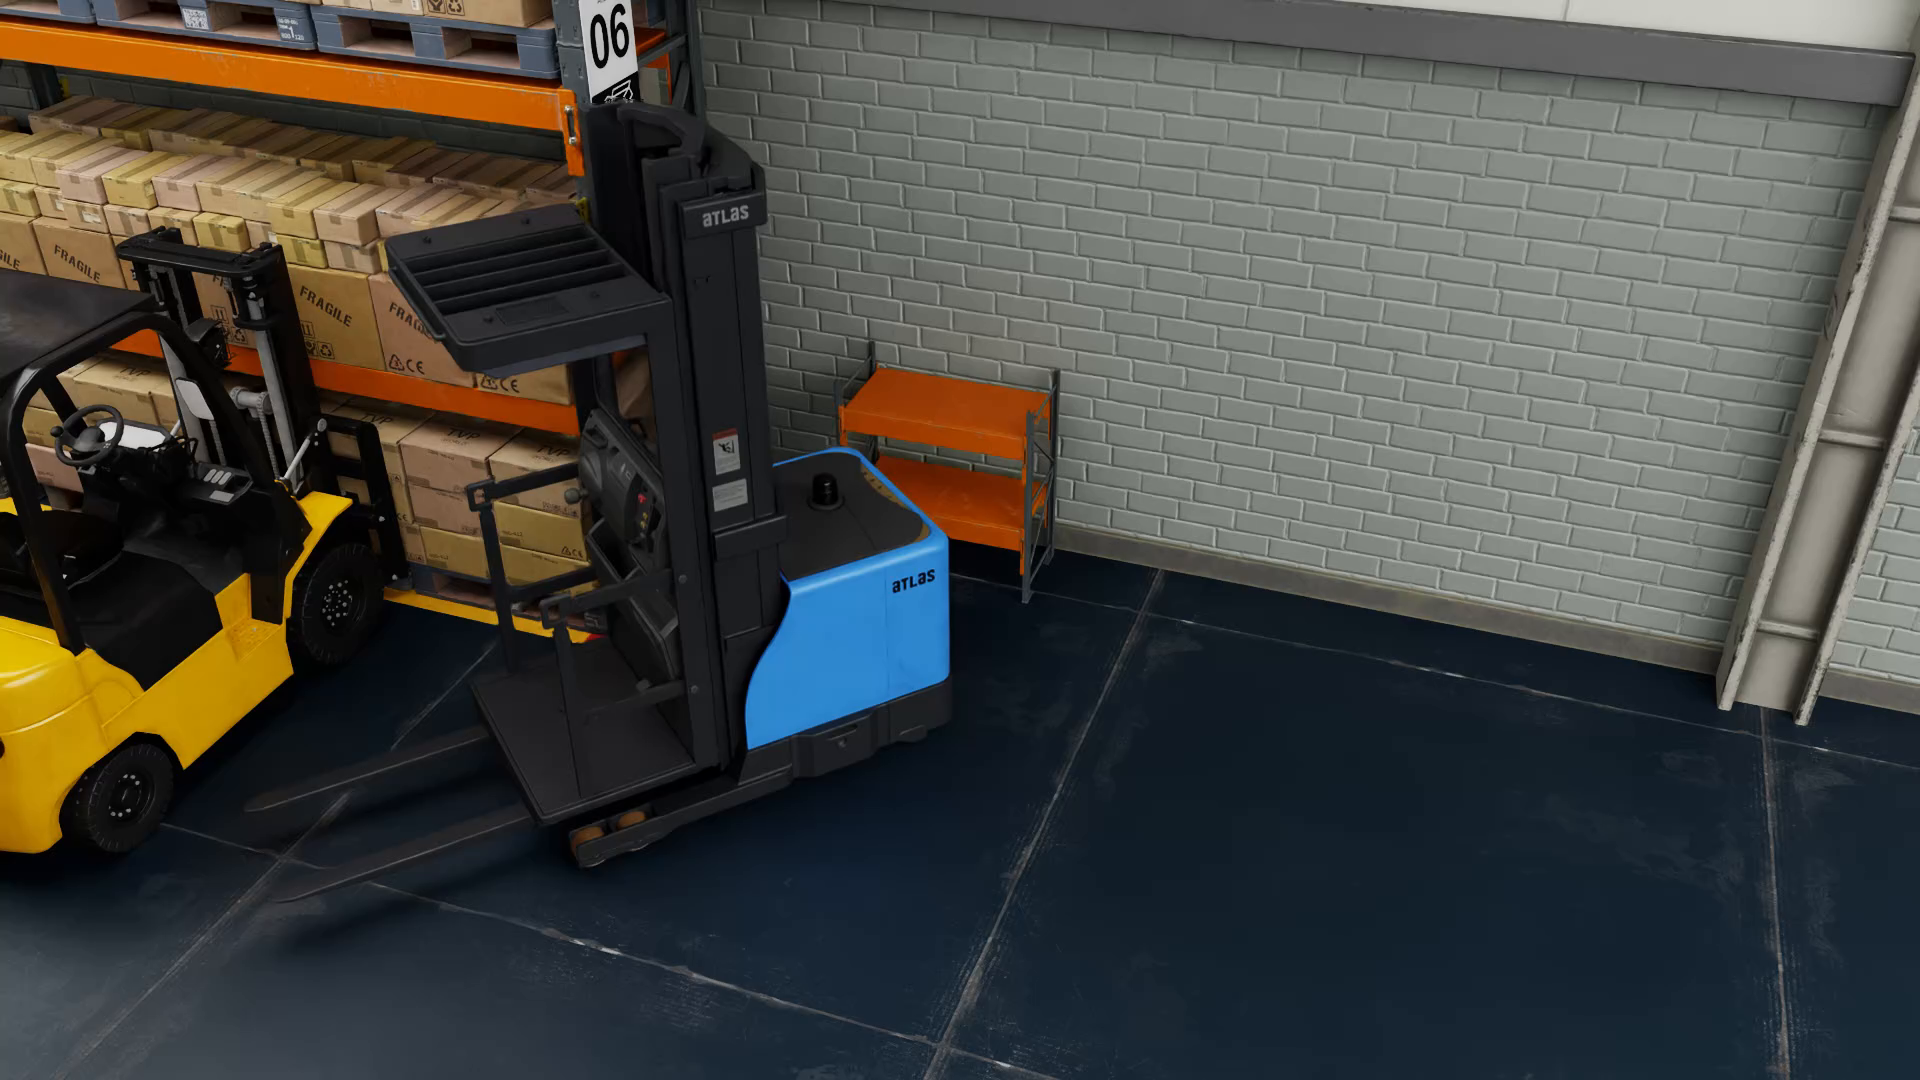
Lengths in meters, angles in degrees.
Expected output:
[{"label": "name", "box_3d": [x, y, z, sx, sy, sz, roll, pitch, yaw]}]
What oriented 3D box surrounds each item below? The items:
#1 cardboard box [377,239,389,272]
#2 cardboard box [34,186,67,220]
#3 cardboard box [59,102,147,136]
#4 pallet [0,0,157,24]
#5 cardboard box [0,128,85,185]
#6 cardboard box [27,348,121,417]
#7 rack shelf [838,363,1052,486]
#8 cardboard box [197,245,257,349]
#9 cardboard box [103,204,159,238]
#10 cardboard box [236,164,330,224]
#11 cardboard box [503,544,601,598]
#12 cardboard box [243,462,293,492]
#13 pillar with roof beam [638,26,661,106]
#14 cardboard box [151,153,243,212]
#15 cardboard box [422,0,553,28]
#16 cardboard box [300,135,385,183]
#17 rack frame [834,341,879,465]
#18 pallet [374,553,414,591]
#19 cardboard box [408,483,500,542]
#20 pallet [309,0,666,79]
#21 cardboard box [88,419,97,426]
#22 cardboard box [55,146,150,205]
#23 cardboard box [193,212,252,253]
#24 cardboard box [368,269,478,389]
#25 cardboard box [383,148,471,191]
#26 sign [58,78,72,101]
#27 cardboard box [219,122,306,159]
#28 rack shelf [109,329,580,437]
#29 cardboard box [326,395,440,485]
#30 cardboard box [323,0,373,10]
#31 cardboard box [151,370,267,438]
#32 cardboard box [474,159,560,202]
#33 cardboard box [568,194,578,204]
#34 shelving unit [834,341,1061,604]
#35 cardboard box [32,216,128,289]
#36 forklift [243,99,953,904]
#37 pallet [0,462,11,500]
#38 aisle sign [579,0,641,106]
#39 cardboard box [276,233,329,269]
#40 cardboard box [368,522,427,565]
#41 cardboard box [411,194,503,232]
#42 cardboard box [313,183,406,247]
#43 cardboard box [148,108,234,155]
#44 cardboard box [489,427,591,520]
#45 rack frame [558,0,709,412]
[{"label": "cardboard box", "box_3d": [-2.553, -1.403, 7.935, 0.250, 0.149, 0.380, 11, 34, 16]}, {"label": "cardboard box", "box_3d": [-4.483, -1.780, 8.520, 0.250, 0.149, 0.380, 11, 34, 16]}, {"label": "cardboard box", "box_3d": [-4.569, -2.207, 8.906, 0.250, 0.149, 0.380, 10, 34, 15]}, {"label": "pallet", "box_3d": [-4.382, -2.818, 8.134, 1.213, 0.211, 1.003, 11, 34, 16]}, {"label": "cardboard box", "box_3d": [-4.711, -1.975, 8.548, 0.250, 0.149, 0.380, 12, 35, 17]}, {"label": "cardboard box", "box_3d": [-4.844, -0.931, 9.120, 0.500, 0.250, 0.500, 10, 34, 16]}, {"label": "rack shelf", "box_3d": [-0.062, -0.606, 8.579, 1.000, 0.278, 0.538, 11, 34, 16]}, {"label": "cardboard box", "box_3d": [-3.425, -1.284, 8.349, 0.500, 0.500, 0.500, 11, 35, 17]}, {"label": "cardboard box", "box_3d": [-4.030, -1.648, 8.316, 0.250, 0.149, 0.380, 11, 34, 16]}, {"label": "cardboard box", "box_3d": [-3.282, -1.681, 8.093, 0.250, 0.149, 0.380, 12, 35, 17]}, {"label": "cardboard box", "box_3d": [-1.977, 0.048, 8.527, 0.500, 0.250, 0.500, 11, 35, 17]}, {"label": "cardboard box", "box_3d": [-3.423, -0.442, 8.823, 0.500, 0.250, 0.500, 11, 34, 16]}, {"label": "pillar with roof beam", "box_3d": [-3.232, -1.916, 3.890, 0.400, 9.000, 9.100, 11, 34, 16]}, {"label": "cardboard box", "box_3d": [-3.754, -1.773, 8.234, 0.250, 0.149, 0.380, 11, 34, 16]}, {"label": "cardboard box", "box_3d": [-1.927, -2.484, 6.962, 0.500, 0.500, 0.500, 12, 35, 18]}, {"label": "cardboard box", "box_3d": [-3.119, -1.914, 8.453, 0.250, 0.149, 0.380, 11, 34, 17]}, {"label": "rack frame", "box_3d": [-0.543, -0.449, 8.877, 0.032, 1.125, 0.500, 11, 34, 16]}, {"label": "pallet", "box_3d": [-3.307, -0.178, 9.298, 1.213, 0.211, 1.003, 11, 34, 16]}, {"label": "cardboard box", "box_3d": [-2.460, -0.264, 8.549, 0.500, 0.250, 0.500, 11, 34, 16]}, {"label": "pallet", "box_3d": [-2.085, -2.372, 7.443, 1.213, 0.211, 1.003, 11, 34, 16]}, {"label": "cardboard box", "box_3d": [-4.368, -0.632, 9.119, 0.500, 0.250, 0.500, 11, 34, 16]}, {"label": "cardboard box", "box_3d": [-4.266, -1.825, 8.314, 0.250, 0.149, 0.380, 12, 35, 18]}, {"label": "cardboard box", "box_3d": [-3.534, -1.567, 8.190, 0.250, 0.149, 0.380, 10, 34, 15]}, {"label": "cardboard box", "box_3d": [-2.465, -1.104, 8.070, 0.500, 0.500, 0.500, 12, 35, 18]}, {"label": "cardboard box", "box_3d": [-2.645, -1.811, 8.293, 0.250, 0.149, 0.380, 12, 35, 18]}, {"label": "sign", "box_3d": [-5.008, -2.419, 9.328, 0.005, 0.325, 0.100, 11, 34, 16]}, {"label": "cardboard box", "box_3d": [-3.597, -2.023, 8.621, 0.250, 0.149, 0.380, 11, 34, 16]}, {"label": "rack shelf", "box_3d": [-3.311, -1.070, 8.773, 4.000, 0.370, 1.077, 11, 34, 16]}, {"label": "cardboard box", "box_3d": [-2.928, -0.550, 8.531, 0.500, 0.250, 0.500, 11, 35, 17]}, {"label": "cardboard box", "box_3d": [-2.549, -2.471, 7.160, 0.258, 0.266, 0.396, 11, 34, 17]}, {"label": "cardboard box", "box_3d": [-3.894, -0.747, 8.836, 0.500, 0.250, 0.500, 12, 35, 18]}, {"label": "cardboard box", "box_3d": [-2.161, -1.723, 8.156, 0.250, 0.149, 0.380, 12, 35, 17]}, {"label": "cardboard box", "box_3d": [-1.672, -1.616, 7.992, 0.250, 0.149, 0.380, 10, 34, 16]}, {"label": "shelving unit", "box_3d": [-0.062, -0.360, 8.738, 1.048, 1.125, 0.538, 11, 34, 16]}, {"label": "cardboard box", "box_3d": [-4.368, -1.479, 8.651, 0.500, 0.500, 0.500, 12, 35, 17]}, {"label": "forklift", "box_3d": [-1.569, -0.173, 6.784, 3.031, 2.935, 1.130, -17, 37, -25]}, {"label": "pallet", "box_3d": [-5.900, -0.682, 10.079, 1.213, 0.211, 1.003, 11, 34, 16]}, {"label": "aisle sign", "box_3d": [-1.465, -1.937, 7.055, 0.004, 0.787, 0.394, 11, 34, 16]}, {"label": "cardboard box", "box_3d": [-3.065, -1.464, 8.029, 0.250, 0.149, 0.380, 11, 35, 17]}, {"label": "cardboard box", "box_3d": [-2.910, -0.144, 8.824, 0.500, 0.250, 0.500, 11, 35, 17]}, {"label": "cardboard box", "box_3d": [-2.335, -1.467, 7.761, 0.250, 0.149, 0.380, 12, 35, 18]}, {"label": "cardboard box", "box_3d": [-2.827, -1.542, 7.876, 0.250, 0.149, 0.380, 12, 35, 18]}, {"label": "cardboard box", "box_3d": [-4.059, -2.151, 8.820, 0.250, 0.149, 0.380, 10, 34, 16]}, {"label": "cardboard box", "box_3d": [-1.967, -0.373, 8.256, 0.500, 0.250, 0.500, 12, 35, 18]}, {"label": "rack frame", "box_3d": [-1.428, -1.006, 8.011, 0.127, 3.000, 1.000, 11, 34, 16]}]
